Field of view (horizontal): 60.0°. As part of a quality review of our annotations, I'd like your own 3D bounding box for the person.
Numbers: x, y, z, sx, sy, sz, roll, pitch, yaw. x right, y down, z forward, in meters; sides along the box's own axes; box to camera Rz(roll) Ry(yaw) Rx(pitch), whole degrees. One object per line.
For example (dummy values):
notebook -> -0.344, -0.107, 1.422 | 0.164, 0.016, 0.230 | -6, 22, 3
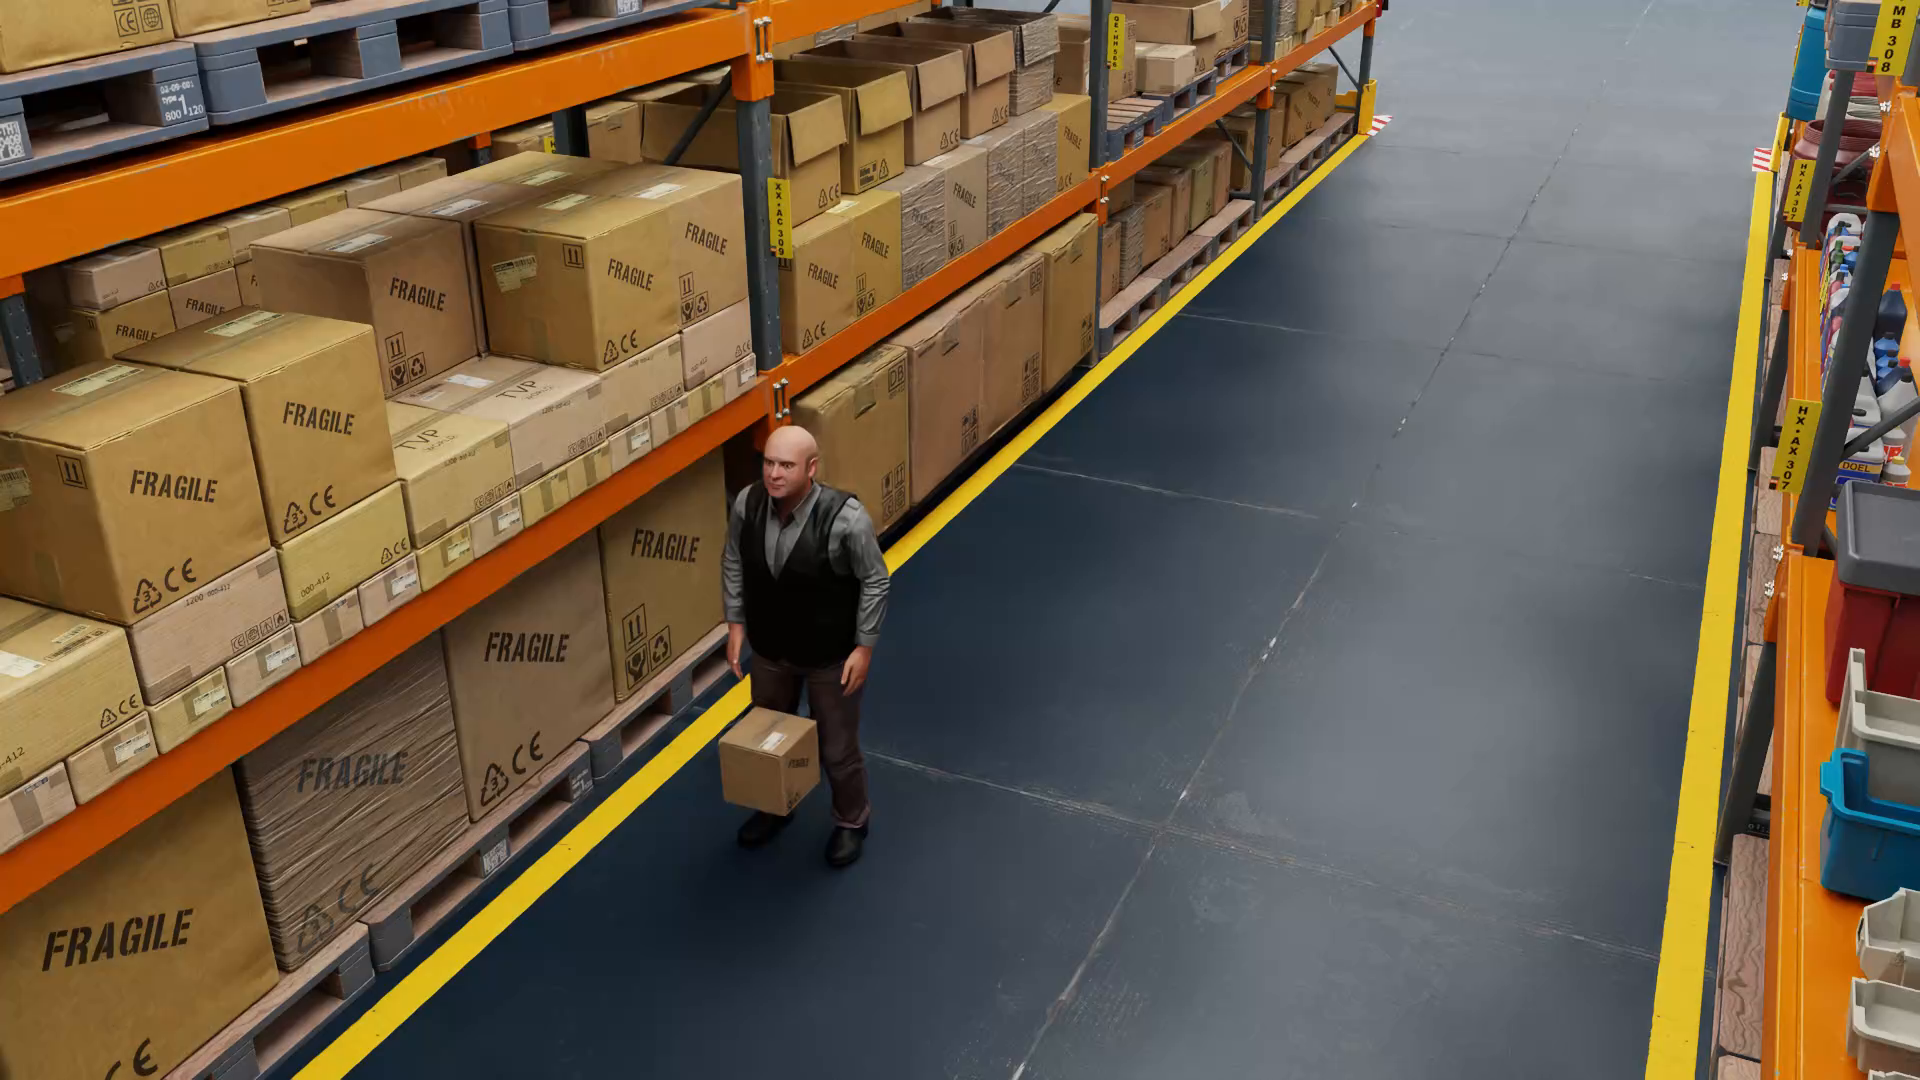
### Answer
person -> -0.547, 0.380, 5.866 | 0.637, 1.715, 0.424 | 11, 28, 22
